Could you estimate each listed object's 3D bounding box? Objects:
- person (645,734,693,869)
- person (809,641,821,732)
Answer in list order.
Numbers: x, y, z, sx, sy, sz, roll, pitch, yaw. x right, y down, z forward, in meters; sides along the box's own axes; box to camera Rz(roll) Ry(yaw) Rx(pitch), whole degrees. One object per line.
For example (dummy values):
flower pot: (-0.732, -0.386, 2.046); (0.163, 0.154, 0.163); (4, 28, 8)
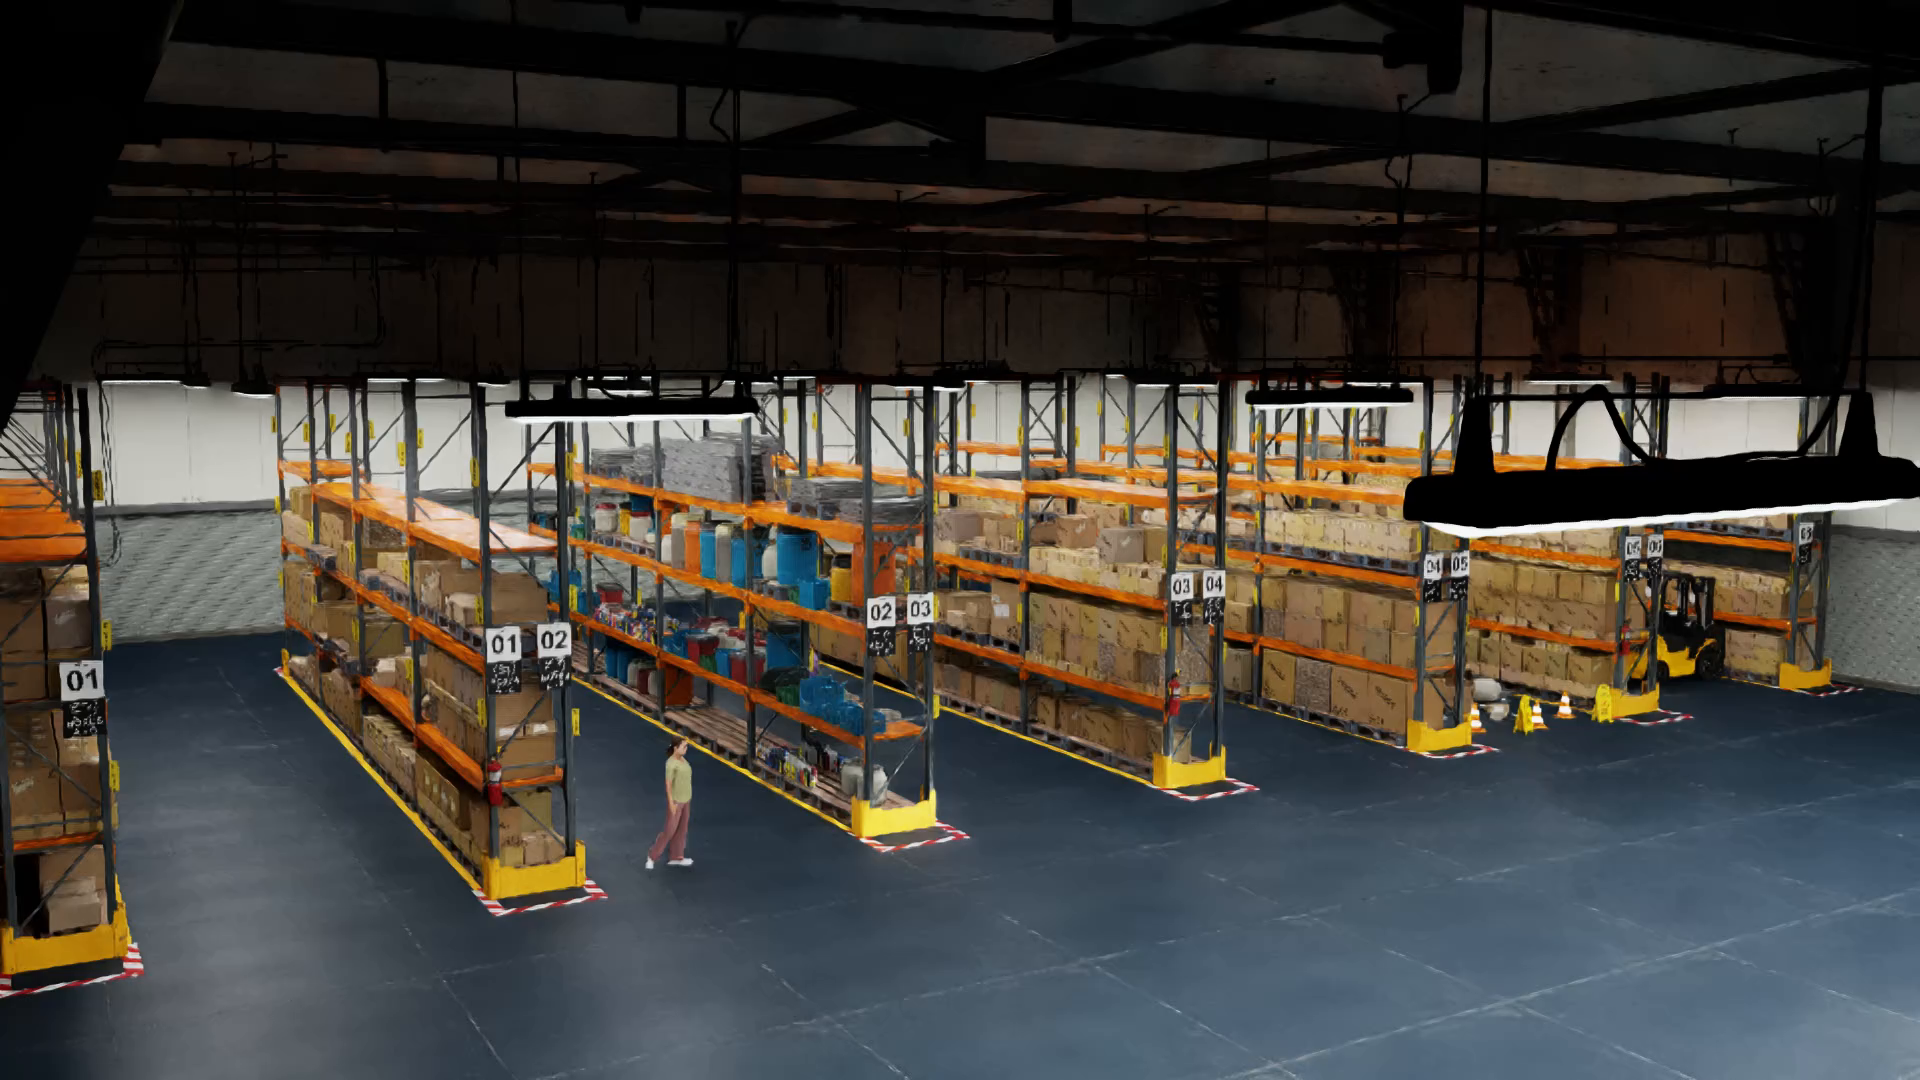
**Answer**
person: (-3.622, 3.255, 20.614); (0.482, 1.665, 0.654); (2, 7, 18)
person: (-2.588, 2.450, 28.432); (0.416, 1.509, 1.034); (-4, 7, -31)
